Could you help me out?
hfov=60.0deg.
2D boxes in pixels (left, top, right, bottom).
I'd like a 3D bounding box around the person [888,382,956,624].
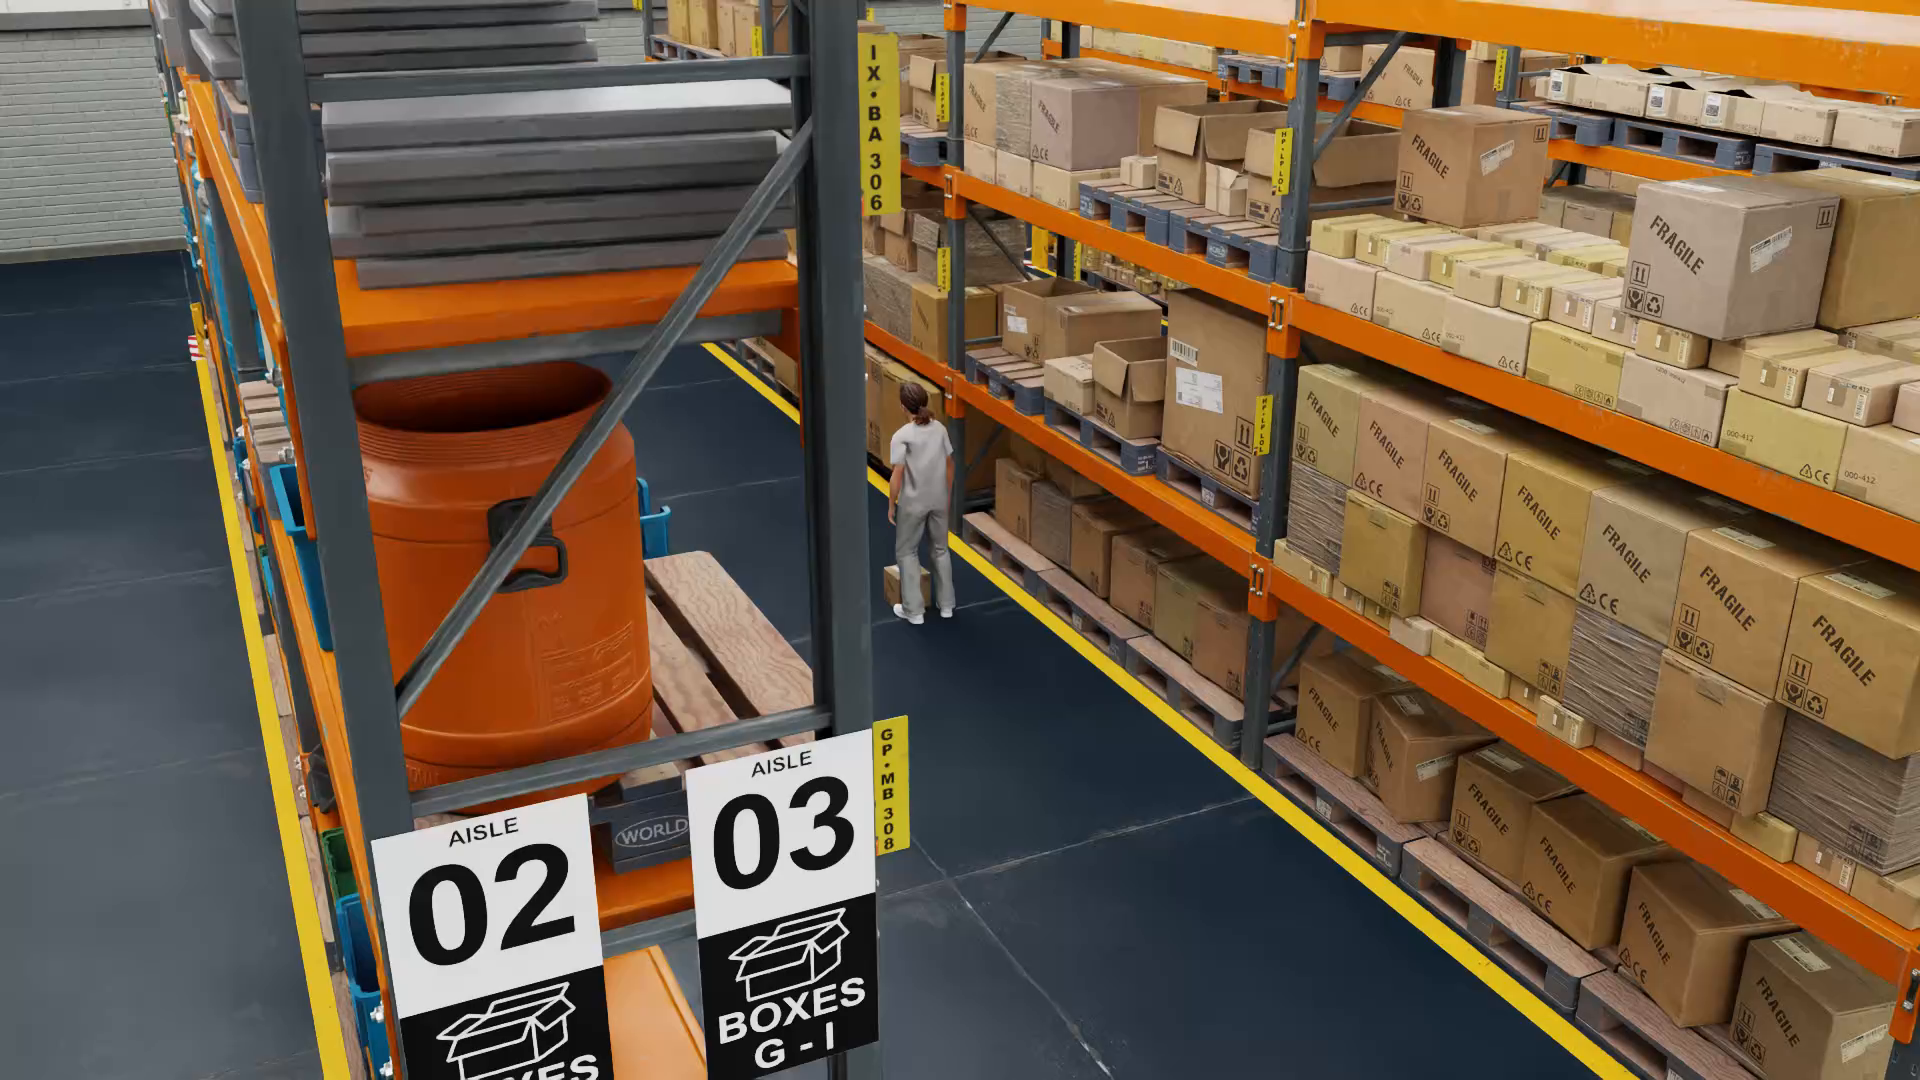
[{"bbox_3d":[-0.257,-0.247,11.199,0.512,1.671,0.363,-12,25,-27],"label":"person"}]
